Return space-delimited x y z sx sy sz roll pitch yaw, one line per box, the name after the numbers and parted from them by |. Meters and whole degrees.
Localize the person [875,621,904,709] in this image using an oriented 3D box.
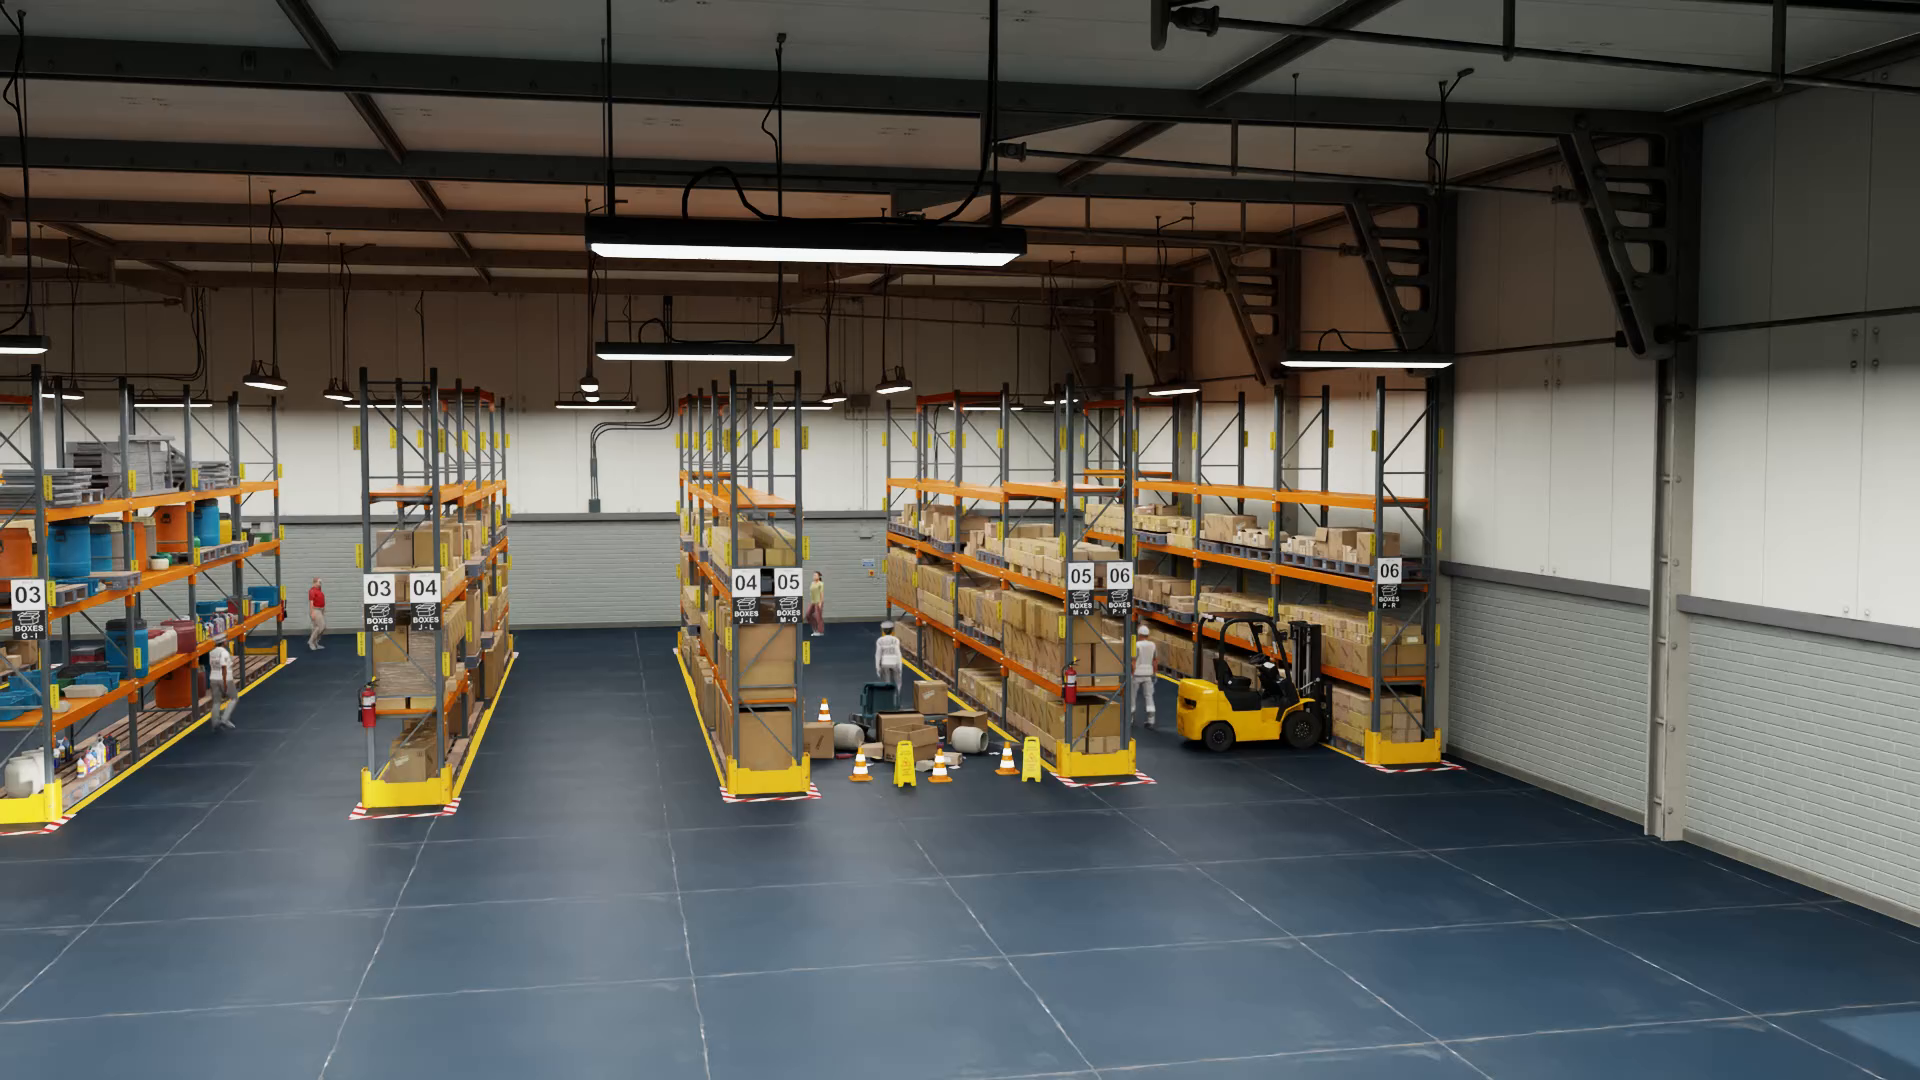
-1.299 2.335 30.592 0.527 1.680 0.466 0 3 -2 | person

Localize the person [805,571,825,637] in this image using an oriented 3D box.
-3.687 1.634 42.483 0.454 1.689 0.496 -3 4 -37 | person

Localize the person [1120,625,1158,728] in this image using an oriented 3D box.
3.187 2.386 29.133 0.631 1.791 0.731 -1 4 -17 | person

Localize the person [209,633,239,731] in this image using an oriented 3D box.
-12.732 2.451 28.656 0.486 1.665 0.479 1 3 9 | person

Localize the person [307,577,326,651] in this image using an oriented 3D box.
-15.389 1.767 39.809 0.439 1.748 0.572 -1 3 -10 | person
